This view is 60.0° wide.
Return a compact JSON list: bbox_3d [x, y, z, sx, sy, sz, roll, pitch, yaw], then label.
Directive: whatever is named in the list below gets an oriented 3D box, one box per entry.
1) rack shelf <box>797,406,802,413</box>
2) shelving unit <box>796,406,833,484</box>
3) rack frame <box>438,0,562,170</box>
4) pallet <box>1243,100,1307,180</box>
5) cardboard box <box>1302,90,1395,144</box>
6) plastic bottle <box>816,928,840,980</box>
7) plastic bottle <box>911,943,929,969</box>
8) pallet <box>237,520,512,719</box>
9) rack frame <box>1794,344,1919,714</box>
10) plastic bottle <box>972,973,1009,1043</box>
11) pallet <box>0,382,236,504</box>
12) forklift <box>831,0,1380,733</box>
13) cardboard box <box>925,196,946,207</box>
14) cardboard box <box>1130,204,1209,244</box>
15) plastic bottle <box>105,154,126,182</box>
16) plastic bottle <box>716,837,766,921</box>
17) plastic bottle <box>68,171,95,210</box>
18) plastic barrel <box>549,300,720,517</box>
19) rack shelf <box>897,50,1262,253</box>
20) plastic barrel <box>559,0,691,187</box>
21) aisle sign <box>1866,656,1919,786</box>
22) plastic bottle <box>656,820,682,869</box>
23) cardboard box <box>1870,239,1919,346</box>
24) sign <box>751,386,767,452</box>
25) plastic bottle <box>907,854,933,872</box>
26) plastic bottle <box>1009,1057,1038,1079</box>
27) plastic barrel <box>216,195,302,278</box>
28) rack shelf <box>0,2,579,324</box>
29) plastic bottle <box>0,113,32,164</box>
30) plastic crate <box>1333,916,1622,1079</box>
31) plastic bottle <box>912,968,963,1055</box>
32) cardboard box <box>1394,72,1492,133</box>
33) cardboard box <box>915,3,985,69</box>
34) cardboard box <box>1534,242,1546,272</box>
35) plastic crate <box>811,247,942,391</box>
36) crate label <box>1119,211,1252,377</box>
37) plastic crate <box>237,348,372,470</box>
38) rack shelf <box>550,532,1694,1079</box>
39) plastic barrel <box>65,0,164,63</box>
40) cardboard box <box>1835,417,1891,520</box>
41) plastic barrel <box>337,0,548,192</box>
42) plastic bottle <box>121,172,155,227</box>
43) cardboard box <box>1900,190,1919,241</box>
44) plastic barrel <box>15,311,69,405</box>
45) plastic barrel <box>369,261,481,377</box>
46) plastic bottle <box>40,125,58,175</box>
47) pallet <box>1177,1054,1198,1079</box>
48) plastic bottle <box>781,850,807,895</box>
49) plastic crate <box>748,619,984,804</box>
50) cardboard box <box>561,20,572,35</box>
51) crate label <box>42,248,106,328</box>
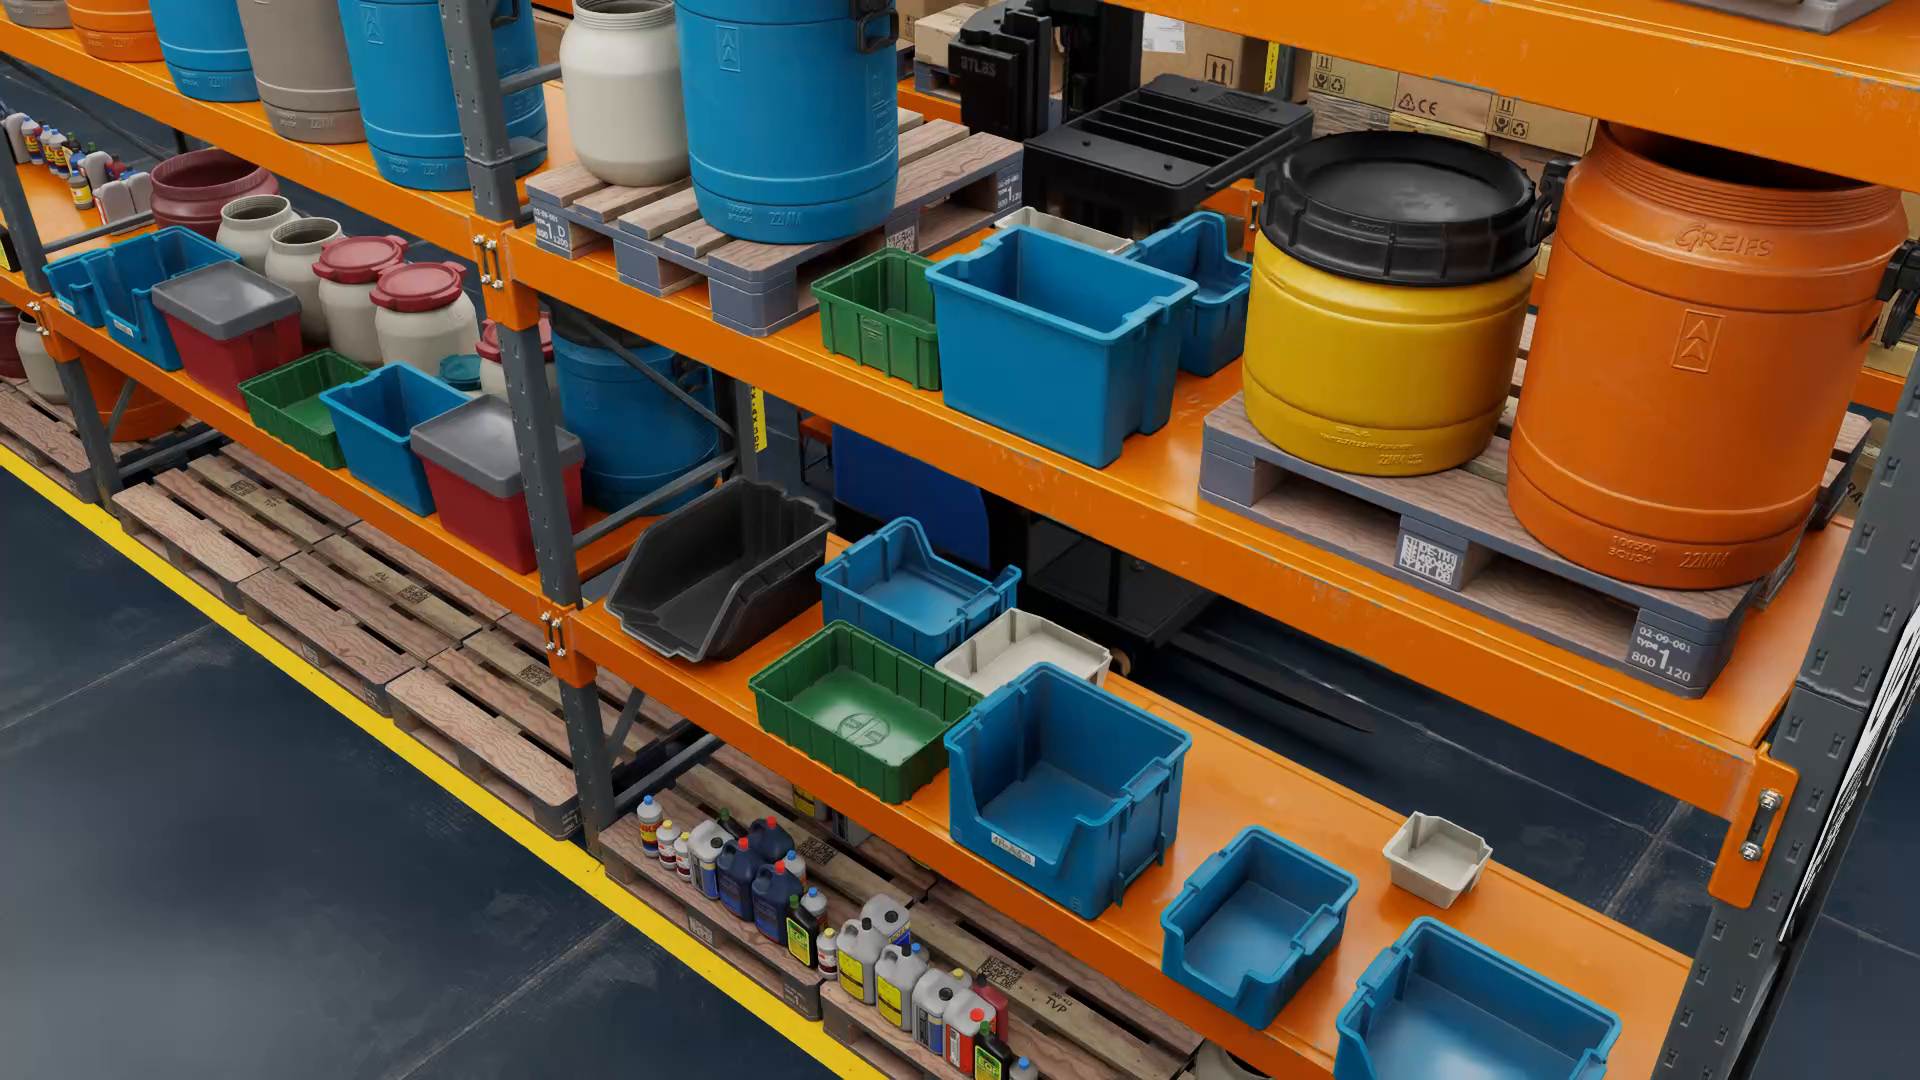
[{"bbox_3d":[-0.608,-0.716,8.851,0.480,0.148,0.258,24,41,31],"label":"rack shelf"},{"bbox_3d":[-0.608,-0.771,8.813,0.503,1.200,0.258,24,41,31],"label":"shelving unit"},{"bbox_3d":[-1.171,-2.613,4.605,0.127,3.000,1.000,25,42,32],"label":"rack frame"},{"bbox_3d":[1.504,-2.555,9.991,1.213,0.211,1.003,25,42,32],"label":"pallet"},{"bbox_3d":[2.304,-2.268,9.052,0.500,0.500,0.875,25,42,32],"label":"cardboard box"},{"bbox_3d":[-0.469,1.487,6.019,0.097,0.201,0.097,0,34,0],"label":"plastic bottle"},{"bbox_3d":[-0.158,1.527,5.960,0.097,0.201,0.097,0,34,0],"label":"plastic bottle"},{"bbox_3d":[-2.741,0.301,8.126,1.213,0.211,1.003,25,42,32],"label":"pallet"},{"bbox_3d":[1.903,-1.164,2.496,0.127,3.000,1.000,25,42,32],"label":"rack frame"},{"bbox_3d":[0.103,1.623,5.747,0.133,0.283,0.061,25,42,32],"label":"plastic bottle"},{"bbox_3d":[-4.878,-0.706,9.592,1.213,0.211,1.003,25,42,32],"label":"pallet"},{"bbox_3d":[0.808,-0.879,7.441,3.031,2.935,1.130,24,41,31],"label":"forklift"},{"bbox_3d":[-0.114,-2.465,11.509,0.500,0.500,0.700,22,40,28],"label":"cardboard box"},{"bbox_3d":[1.185,-1.858,10.625,0.500,0.500,0.700,25,42,32],"label":"cardboard box"},{"bbox_3d":[-4.594,-1.977,9.082,0.133,0.283,0.061,25,42,32],"label":"plastic bottle"},{"bbox_3d":[-0.816,1.244,6.240,0.185,0.351,0.144,26,42,33],"label":"plastic bottle"},{"bbox_3d":[-4.792,-1.910,9.058,0.097,0.201,0.097,0,34,0],"label":"plastic bottle"},{"bbox_3d":[-1.274,-0.618,6.557,0.708,0.901,0.600,25,42,32],"label":"plastic barrel"},{"bbox_3d":[0.461,-2.722,10.700,4.000,0.370,1.077,25,42,32],"label":"rack shelf"},{"bbox_3d":[-0.966,-1.354,4.952,0.421,0.512,0.421,0,34,0],"label":"plastic barrel"},{"bbox_3d":[2.146,0.136,3.606,0.004,0.787,0.394,25,42,32],"label":"aisle sign"},{"bbox_3d":[-1.129,1.176,6.472,0.097,0.201,0.097,0,34,0],"label":"plastic bottle"},{"bbox_3d":[4.206,-1.349,7.714,0.500,0.500,0.875,25,42,32],"label":"cardboard box"},{"bbox_3d":[-0.811,-0.489,6.568,0.005,0.325,0.100,25,42,32],"label":"sign"},{"bbox_3d":[-0.142,1.147,6.441,0.133,0.283,0.061,25,42,32],"label":"plastic bottle"},{"bbox_3d":[0.211,1.807,5.552,0.097,0.201,0.097,0,34,0],"label":"plastic bottle"},{"bbox_3d":[-3.318,-1.355,7.974,0.421,0.512,0.421,0,34,0],"label":"plastic barrel"},{"bbox_3d":[-2.708,-1.804,6.713,4.000,0.370,1.077,25,42,32],"label":"rack shelf"},{"bbox_3d":[-5.437,-2.337,9.613,0.135,0.276,0.152,25,42,32],"label":"plastic bottle"},{"bbox_3d":[1.327,1.319,4.310,0.616,0.251,0.499,25,42,32],"label":"plastic crate"},{"bbox_3d":[-0.072,1.623,5.755,0.135,0.276,0.152,24,41,31],"label":"plastic bottle"},{"bbox_3d":[2.566,-2.416,8.385,0.500,0.500,0.500,25,42,32],"label":"cardboard box"},{"bbox_3d":[0.065,-3.147,10.445,0.500,0.250,0.500,24,41,31],"label":"cardboard box"},{"bbox_3d":[2.947,-1.540,8.565,0.250,0.149,0.380,25,42,32],"label":"cardboard box"},{"bbox_3d":[-0.133,-0.599,4.510,0.450,0.188,0.336,25,42,32],"label":"plastic crate"},{"bbox_3d":[0.676,-0.688,4.583,0.408,0.251,0.502,25,42,32],"label":"crate label"},{"bbox_3d":[-2.690,-0.560,7.103,0.662,0.188,0.450,25,42,32],"label":"plastic crate"},{"bbox_3d":[0.366,0.881,5.452,4.000,0.370,1.077,25,42,32],"label":"rack shelf"},{"bbox_3d":[-3.250,-2.373,6.527,0.708,0.830,0.600,25,42,32],"label":"plastic barrel"},{"bbox_3d":[4.603,-0.222,8.260,0.500,0.500,0.500,-25,42,-32],"label":"cardboard box"},{"bbox_3d":[-1.701,-1.672,5.443,0.708,0.901,0.600,25,42,32],"label":"plastic barrel"},{"bbox_3d":[-4.371,-1.835,8.881,0.135,0.276,0.152,25,42,32],"label":"plastic bottle"},{"bbox_3d":[4.103,-1.692,7.330,0.500,0.500,0.500,25,42,32],"label":"cardboard box"},{"bbox_3d":[-5.123,-1.071,9.487,0.421,0.512,0.421,0,34,0],"label":"plastic barrel"},{"bbox_3d":[-2.330,-0.903,7.296,0.433,0.535,0.433,0,34,0],"label":"plastic barrel"},{"bbox_3d":[-5.153,-2.221,9.449,0.097,0.271,0.097,0,34,0],"label":"plastic bottle"},{"bbox_3d":[1.194,2.155,5.425,1.213,0.211,1.003,25,42,32],"label":"pallet"},{"bbox_3d":[-0.628,1.277,6.263,0.097,0.271,0.097,0,34,0],"label":"plastic bottle"},{"bbox_3d":[-0.308,0.562,5.469,0.662,0.188,0.450,25,42,32],"label":"plastic crate"},{"bbox_3d":[-2.273,-3.626,12.886,0.875,0.875,1.225,25,42,32],"label":"cardboard box"},{"bbox_3d":[-4.161,-1.204,8.001,0.416,0.233,0.303,25,42,32],"label":"crate label"}]
